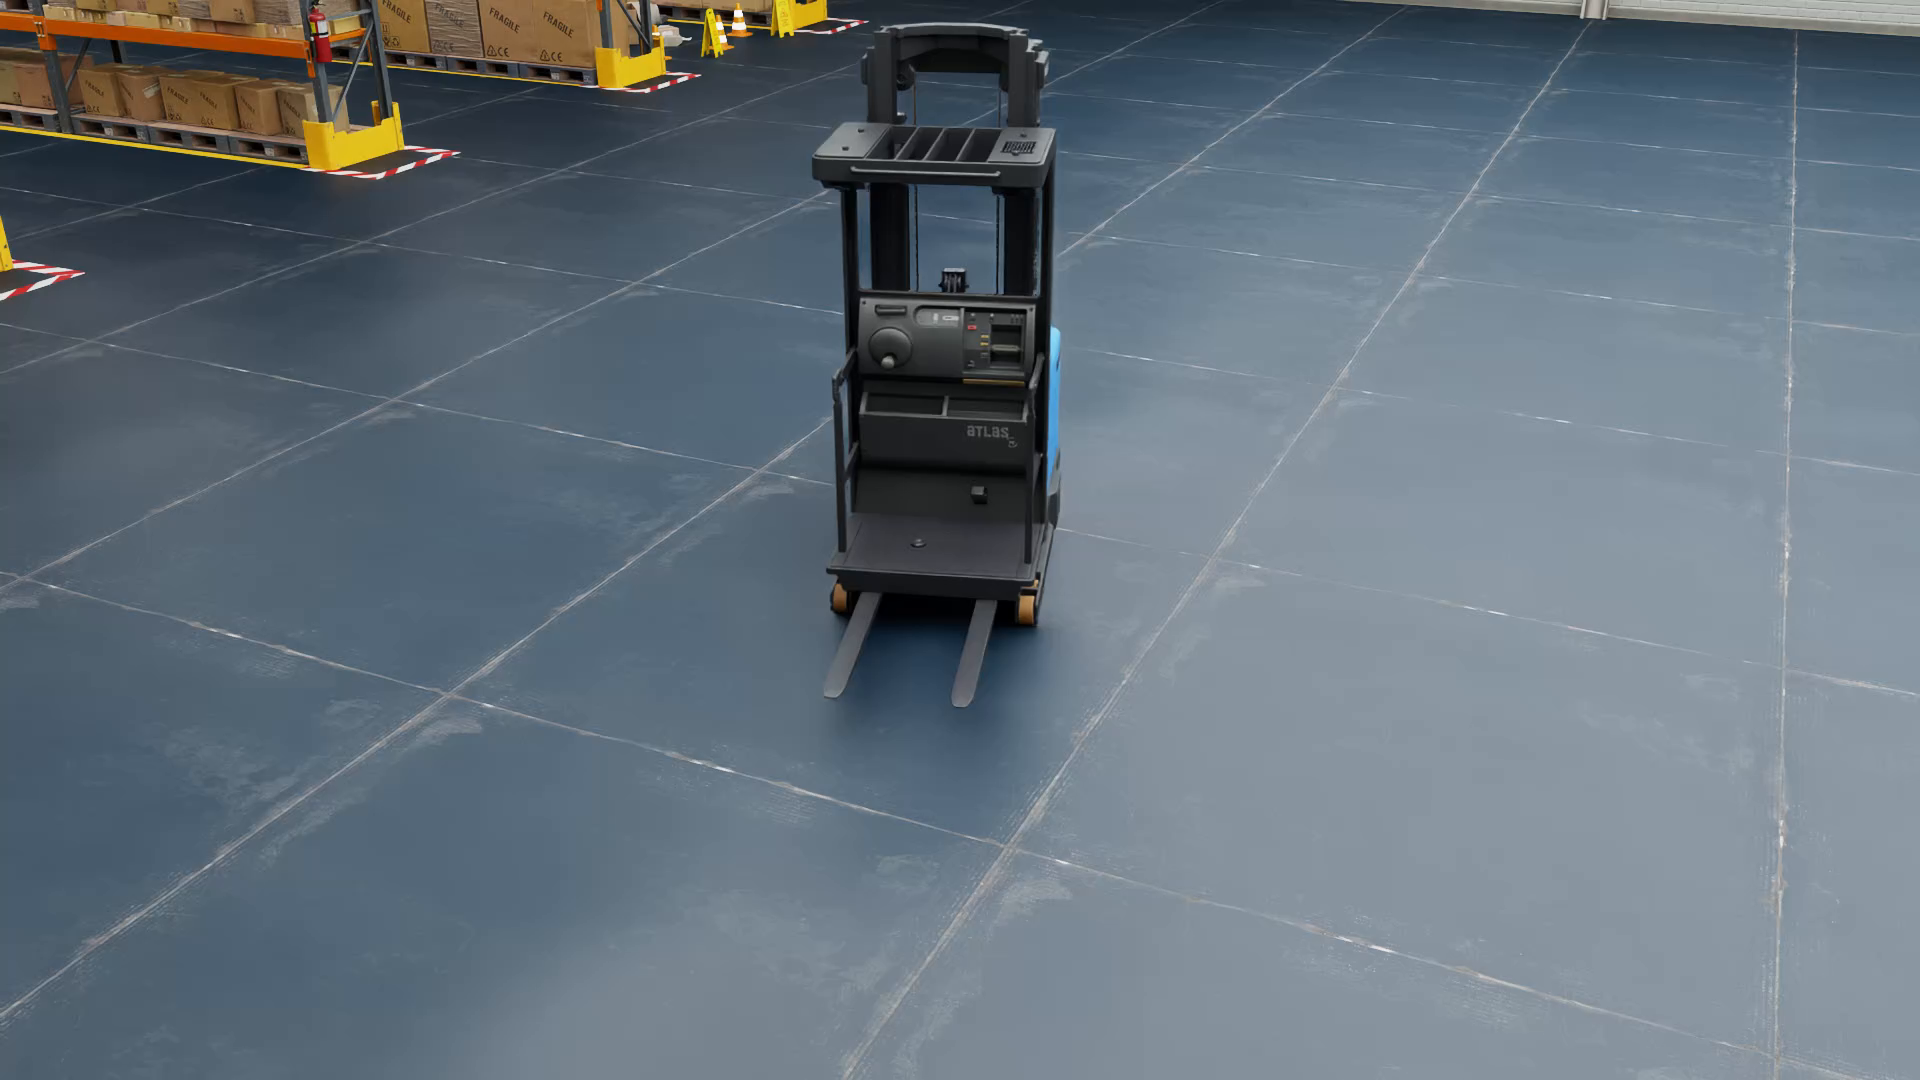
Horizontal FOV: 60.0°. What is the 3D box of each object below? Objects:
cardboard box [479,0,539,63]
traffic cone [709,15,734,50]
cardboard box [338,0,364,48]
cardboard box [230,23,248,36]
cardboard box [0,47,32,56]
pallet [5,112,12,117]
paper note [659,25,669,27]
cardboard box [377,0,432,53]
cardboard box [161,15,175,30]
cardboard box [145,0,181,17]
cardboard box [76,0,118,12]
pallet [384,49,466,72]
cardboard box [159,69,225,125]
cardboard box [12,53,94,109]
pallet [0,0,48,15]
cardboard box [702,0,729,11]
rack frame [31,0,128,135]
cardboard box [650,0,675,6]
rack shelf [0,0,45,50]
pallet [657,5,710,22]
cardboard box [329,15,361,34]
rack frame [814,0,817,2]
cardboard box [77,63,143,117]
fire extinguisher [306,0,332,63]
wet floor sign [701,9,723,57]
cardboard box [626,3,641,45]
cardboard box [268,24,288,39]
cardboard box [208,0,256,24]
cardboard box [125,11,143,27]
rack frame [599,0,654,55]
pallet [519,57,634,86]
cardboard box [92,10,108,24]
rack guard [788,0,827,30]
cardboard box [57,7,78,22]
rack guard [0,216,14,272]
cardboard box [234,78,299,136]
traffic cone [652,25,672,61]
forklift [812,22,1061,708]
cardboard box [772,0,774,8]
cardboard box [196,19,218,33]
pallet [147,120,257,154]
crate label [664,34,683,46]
[{"bbox_3d":[-5.850,-7.005,22.511,0.875,0.875,0.875,11,28,21],"label":"cardboard box"},{"bbox_3d":[-3.522,-7.434,24.326,0.334,0.463,0.336,11,28,22],"label":"traffic cone"},{"bbox_3d":[-8.647,-7.500,23.659,0.750,0.750,1.050,11,28,22],"label":"cardboard box"},{"bbox_3d":[-7.591,-5.515,17.841,0.250,0.149,0.380,11,28,22],"label":"cardboard box"},{"bbox_3d":[-11.676,-5.661,20.185,0.500,0.500,0.700,9,28,17],"label":"cardboard box"},{"bbox_3d":[-12.014,-5.381,20.440,1.213,0.211,1.003,11,28,22],"label":"pallet"},{"bbox_3d":[-4.656,-8.082,26.131,0.148,0.019,0.142,2,26,4],"label":"paper note"},{"bbox_3d":[-7.501,-7.335,23.183,0.875,0.875,0.875,12,29,23],"label":"cardboard box"},{"bbox_3d":[-8.502,-5.698,18.212,0.250,0.149,0.380,11,28,22],"label":"cardboard box"},{"bbox_3d":[-8.431,-6.074,18.242,0.500,0.500,0.875,11,28,22],"label":"cardboard box"},{"bbox_3d":[-9.365,-6.233,18.564,0.500,0.500,0.875,11,28,22],"label":"cardboard box"},{"bbox_3d":[-7.385,-6.822,23.367,1.213,0.211,1.003,11,28,22],"label":"pallet"},{"bbox_3d":[-8.720,-5.062,18.989,0.500,0.500,0.500,9,28,17],"label":"cardboard box"},{"bbox_3d":[-10.740,-5.464,19.785,0.500,0.500,0.700,9,28,18],"label":"cardboard box"},{"bbox_3d":[-10.826,-6.380,19.529,1.213,0.211,1.003,11,28,22],"label":"pallet"},{"bbox_3d":[-3.762,-8.613,26.486,0.500,0.250,0.500,11,28,22],"label":"cardboard box"},{"bbox_3d":[-10.190,-6.268,19.084,0.127,3.000,1.000,11,28,22],"label":"rack frame"},{"bbox_3d":[-4.688,-8.802,26.869,0.500,0.250,0.500,11,28,21],"label":"cardboard box"},{"bbox_3d":[-12.011,-6.310,19.986,4.000,0.370,1.077,11,28,22],"label":"rack shelf"},{"bbox_3d":[-4.347,-8.670,27.121,1.213,0.211,1.003,11,28,22],"label":"pallet"},{"bbox_3d":[-6.710,-5.571,17.955,0.250,0.149,0.380,11,28,22],"label":"cardboard box"},{"bbox_3d":[-2.447,-9.521,25.692,0.127,3.000,1.000,11,28,22],"label":"rack frame"},{"bbox_3d":[-9.843,-5.245,19.362,0.500,0.500,0.500,10,28,20],"label":"cardboard box"},{"bbox_3d":[-6.635,-5.295,17.197,0.183,0.674,0.296,11,28,22],"label":"fire extinguisher"},{"bbox_3d":[-3.558,-7.247,23.738,0.232,0.644,0.267,6,27,13],"label":"wet floor sign"},{"bbox_3d":[-5.094,-7.704,24.828,0.637,0.503,0.797,-7,27,-14],"label":"cardboard box"},{"bbox_3d":[-7.121,-5.439,17.685,0.250,0.149,0.380,11,28,22],"label":"cardboard box"},{"bbox_3d":[-7.543,-5.869,17.825,0.500,0.500,0.875,11,28,22],"label":"cardboard box"},{"bbox_3d":[-8.971,-5.776,18.370,0.250,0.149,0.380,11,28,22],"label":"cardboard box"},{"bbox_3d":[-4.404,-7.512,21.612,0.127,3.000,1.000,11,28,22],"label":"rack frame"},{"bbox_3d":[-5.164,-6.376,22.461,1.213,0.211,1.003,11,28,22],"label":"pallet"},{"bbox_3d":[-9.426,-5.867,18.555,0.250,0.149,0.380,11,28,22],"label":"cardboard box"},{"bbox_3d":[-2.516,-8.413,26.272,0.348,0.500,1.175,11,28,22],"label":"rack guard"},{"bbox_3d":[-9.897,-5.944,18.711,0.250,0.149,0.380,11,28,22],"label":"cardboard box"},{"bbox_3d":[-8.688,-2.418,14.096,0.348,0.500,1.175,11,28,22],"label":"rack guard"},{"bbox_3d":[-7.669,-4.820,18.498,0.500,0.500,0.500,20,33,35],"label":"cardboard box"},{"bbox_3d":[-4.299,-7.042,23.529,0.334,0.463,0.336,11,28,22],"label":"traffic cone"},{"bbox_3d":[-0.097,-1.024,8.513,1.130,2.935,3.031,3,26,7],"label":"forklift"},{"bbox_3d":[-3.067,-8.734,26.732,0.500,0.250,0.500,11,28,21],"label":"cardboard box"},{"bbox_3d":[-8.038,-5.615,18.042,0.250,0.149,0.380,11,28,22],"label":"cardboard box"},{"bbox_3d":[-8.450,-4.685,19.028,1.213,0.211,1.003,11,28,22],"label":"pallet"},{"bbox_3d":[-4.263,-7.407,24.639,0.298,0.136,0.250,-2,26,-5],"label":"crate label"}]
